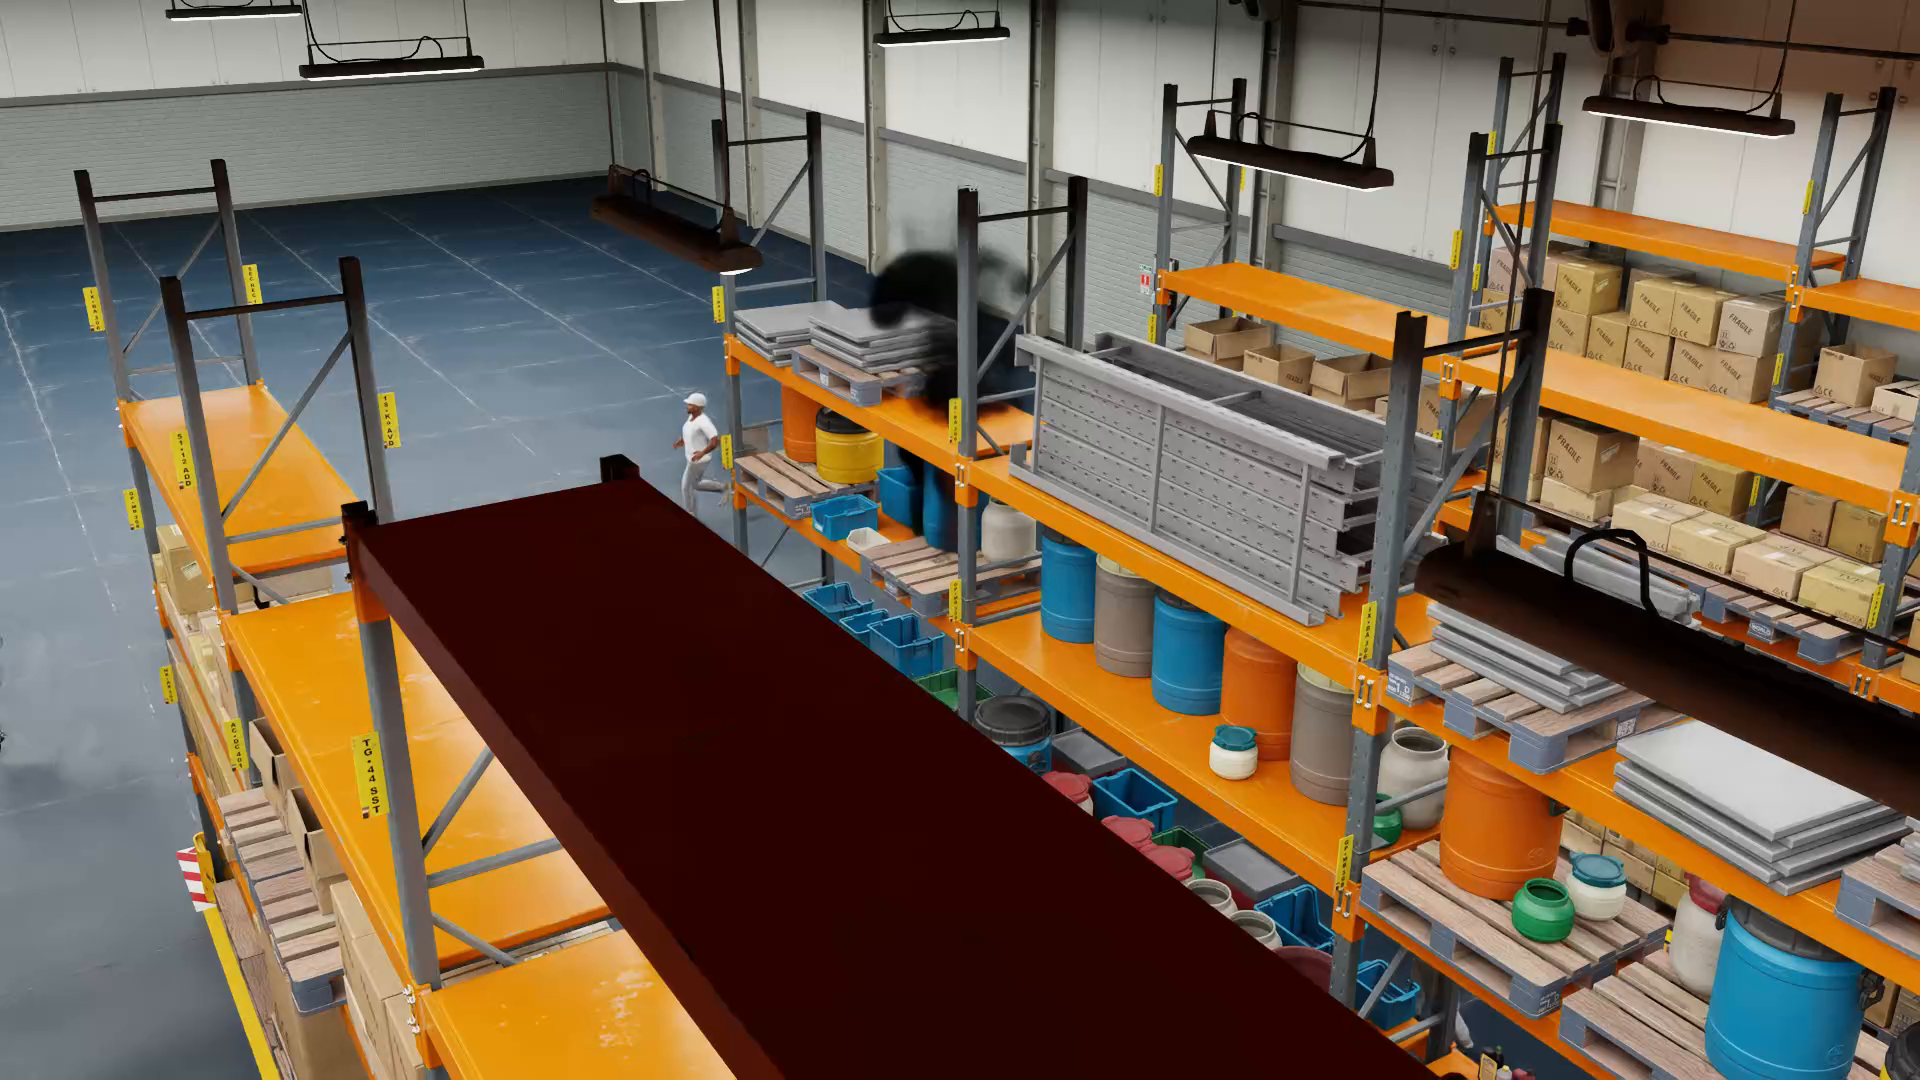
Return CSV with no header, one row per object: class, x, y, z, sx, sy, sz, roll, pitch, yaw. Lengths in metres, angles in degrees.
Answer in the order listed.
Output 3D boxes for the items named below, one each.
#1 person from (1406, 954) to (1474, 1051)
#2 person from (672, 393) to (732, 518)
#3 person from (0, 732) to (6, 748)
person,3.425,2.895,11.959,0.587,1.702,0.849,-12,25,-27
person,-3.388,-1.075,21.752,0.831,1.747,0.701,-7,23,-17
person,-9.401,1.392,15.671,0.712,1.721,0.667,6,23,14
